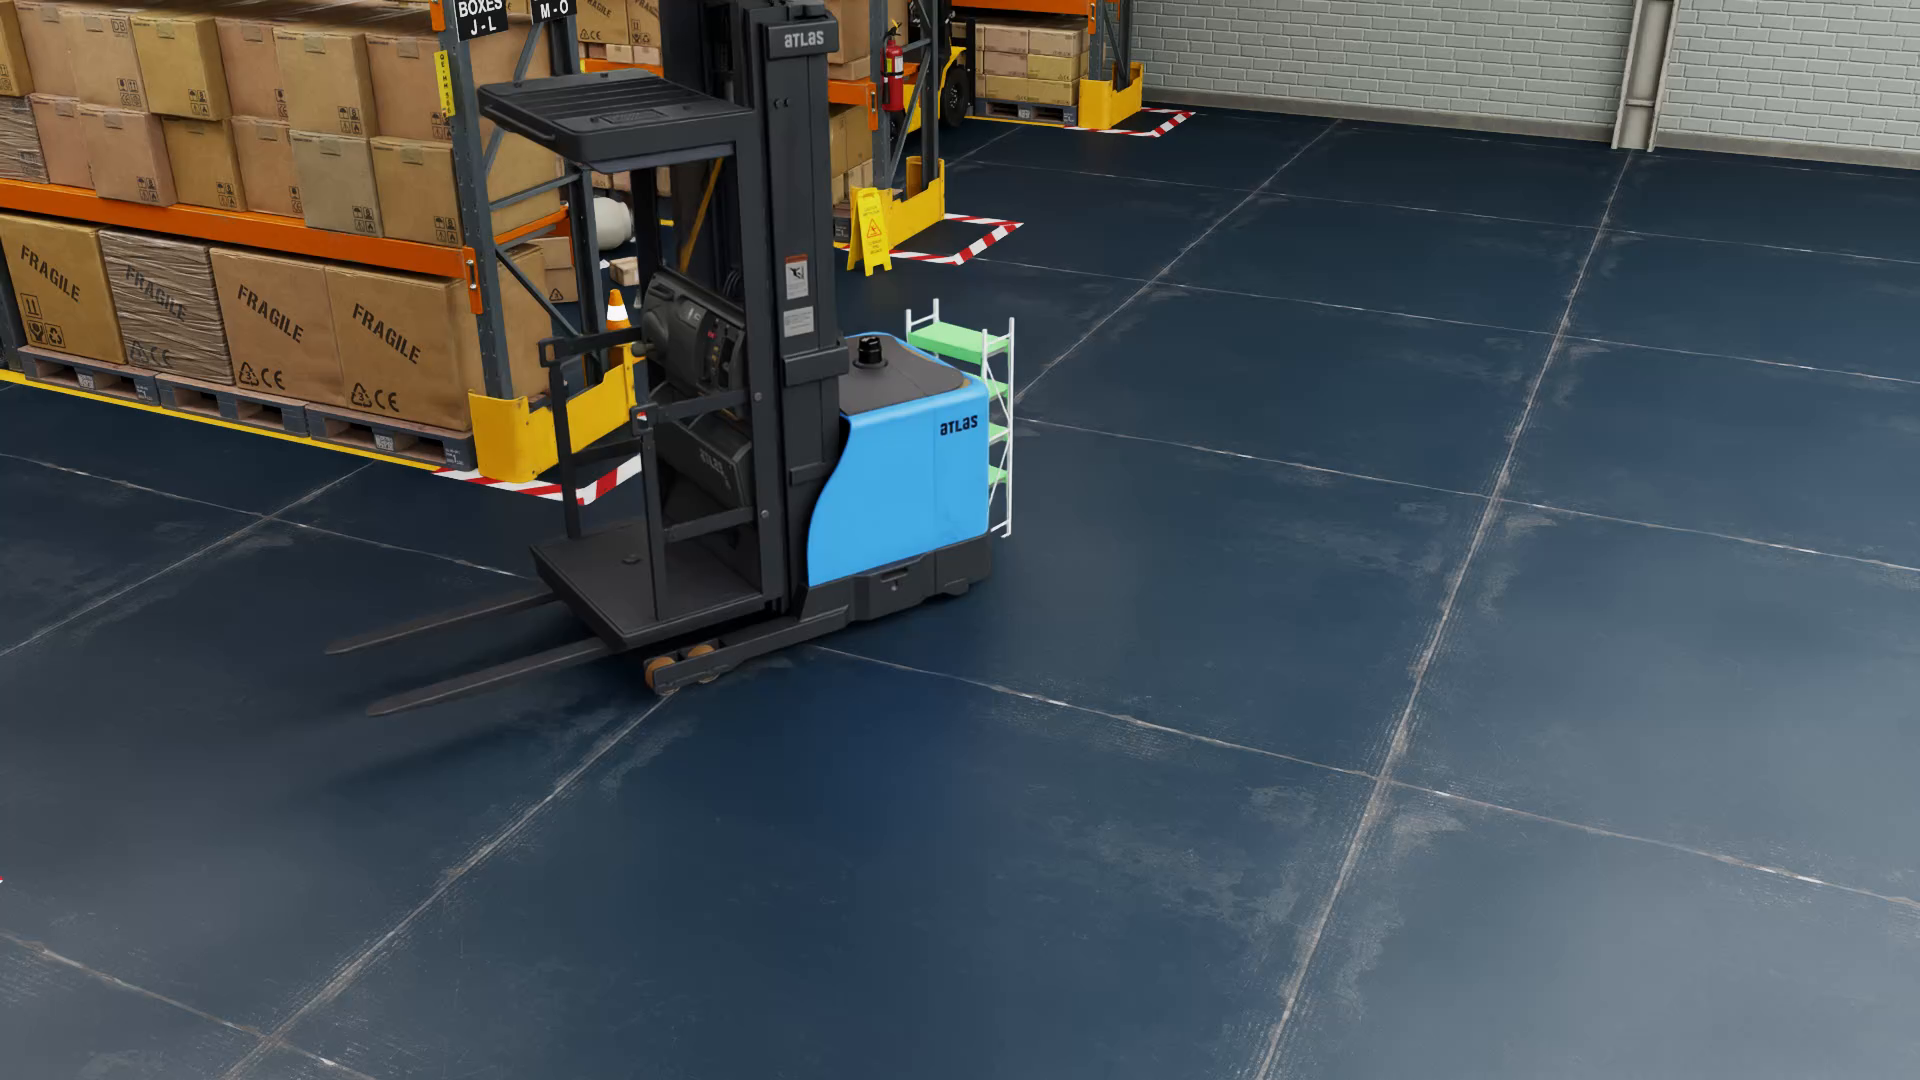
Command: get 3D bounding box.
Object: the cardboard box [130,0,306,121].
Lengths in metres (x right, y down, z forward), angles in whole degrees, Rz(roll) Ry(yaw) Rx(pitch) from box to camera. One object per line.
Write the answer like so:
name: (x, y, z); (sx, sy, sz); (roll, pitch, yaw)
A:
cardboard box: (-4.250, -2.826, 9.702); (0.500, 0.550, 0.875); (11, 28, 22)

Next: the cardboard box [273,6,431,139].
cardboard box: (-3.260, -2.625, 9.292); (0.550, 0.550, 0.875); (11, 28, 22)

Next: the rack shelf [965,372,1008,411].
rack shelf: (-0.002, -0.753, 8.523); (0.480, 0.148, 0.258); (19, 32, 34)

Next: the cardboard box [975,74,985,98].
cardboard box: (0.150, -5.035, 18.218); (0.500, 0.250, 0.500); (12, 29, 22)

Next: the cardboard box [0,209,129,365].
cardboard box: (-5.497, -1.749, 10.837); (0.875, 0.875, 0.875); (12, 29, 23)

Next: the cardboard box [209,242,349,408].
cardboard box: (-3.846, -1.418, 10.165); (0.875, 0.875, 0.875); (11, 28, 21)

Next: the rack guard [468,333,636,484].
rack guard: (-2.378, -0.800, 9.809); (0.348, 0.500, 1.175); (11, 28, 22)

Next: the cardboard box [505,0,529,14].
cardboard box: (-3.799, -4.652, 14.353); (0.500, 0.500, 0.500); (11, 28, 22)

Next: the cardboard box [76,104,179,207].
cardboard box: (-4.747, -2.424, 10.108); (0.550, 0.550, 0.875); (11, 28, 22)

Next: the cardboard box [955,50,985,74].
cardboard box: (0.105, -5.256, 18.100); (0.500, 0.250, 0.500); (11, 28, 21)

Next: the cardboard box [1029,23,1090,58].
cardboard box: (1.060, -5.293, 17.611); (0.500, 0.250, 0.500); (12, 29, 24)

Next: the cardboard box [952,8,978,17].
cardboard box: (-0.121, -5.781, 18.601); (0.500, 0.250, 0.500); (11, 28, 21)

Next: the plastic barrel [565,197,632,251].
plastic barrel: (-2.950, -2.548, 13.446); (0.512, 0.421, 0.421); (-12, 29, -23)

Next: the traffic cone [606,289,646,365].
traffic cone: (-2.295, -1.456, 11.183); (0.334, 0.463, 0.336); (11, 28, 22)

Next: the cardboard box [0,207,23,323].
cardboard box: (-6.643, -1.914, 11.312); (0.750, 0.750, 1.050); (11, 28, 22)

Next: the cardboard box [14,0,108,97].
cardboard box: (-5.171, -3.074, 10.205); (0.550, 0.550, 0.875); (11, 28, 22)

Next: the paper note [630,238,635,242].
paper note: (-2.652, -2.496, 13.784); (0.148, 0.019, 0.142); (2, 26, 4)

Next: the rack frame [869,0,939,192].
rack frame: (-0.443, -3.935, 13.346); (0.127, 3.000, 1.000); (11, 28, 22)

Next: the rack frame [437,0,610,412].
rack frame: (-2.400, -1.926, 9.266); (0.127, 3.000, 1.000); (11, 28, 22)

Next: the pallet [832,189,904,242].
pallet: (-1.237, -2.860, 14.321); (1.213, 0.211, 1.003); (11, 28, 22)

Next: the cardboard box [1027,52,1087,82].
cardboard box: (1.036, -5.074, 17.731); (0.500, 0.250, 0.500); (11, 28, 21)

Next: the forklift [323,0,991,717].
forklift: (-1.353, -0.893, 7.246); (3.031, 2.935, 1.130); (-17, 31, -30)

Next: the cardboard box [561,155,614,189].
cardboard box: (-3.168, -3.311, 14.717); (0.500, 0.250, 0.500); (13, 29, 25)

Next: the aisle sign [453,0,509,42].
aisle sign: (-2.459, -2.959, 8.420); (0.004, 0.787, 0.394); (11, 28, 22)

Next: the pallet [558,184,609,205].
pallet: (-3.458, -3.306, 15.227); (1.213, 0.211, 1.003); (11, 28, 22)

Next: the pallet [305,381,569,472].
pallet: (-3.160, -0.790, 10.115); (1.213, 0.211, 1.003); (11, 28, 22)

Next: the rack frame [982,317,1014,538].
rack frame: (0.189, -0.528, 8.464); (0.015, 1.200, 0.240); (19, 32, 34)

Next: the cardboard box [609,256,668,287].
cardboard box: (-2.471, -2.083, 12.812); (0.380, 0.149, 0.250); (-18, 31, -31)

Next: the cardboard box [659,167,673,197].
cardboard box: (-2.237, -3.120, 14.330); (0.500, 0.250, 0.500); (10, 28, 20)

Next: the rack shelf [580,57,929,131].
rack shelf: (-2.263, -3.978, 14.248); (4.000, 0.370, 1.077); (11, 28, 22)

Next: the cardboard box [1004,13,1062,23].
cardboard box: (0.793, -5.588, 18.210); (0.500, 0.250, 0.500); (11, 28, 22)

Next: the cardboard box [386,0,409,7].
cardboard box: (-4.899, -4.780, 14.872); (0.250, 0.149, 0.380); (10, 28, 20)

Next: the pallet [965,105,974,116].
pallet: (-0.212, -5.027, 18.721); (1.213, 0.211, 1.003); (11, 28, 22)

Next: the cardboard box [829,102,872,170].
cardboard box: (-1.084, -3.489, 14.229); (0.500, 0.500, 0.500); (10, 28, 20)

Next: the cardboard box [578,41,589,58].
cardboard box: (-3.213, -4.246, 14.262); (0.250, 0.149, 0.380); (12, 29, 23)

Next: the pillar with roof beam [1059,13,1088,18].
pillar with roof beam: (-0.434, -7.381, 13.555); (0.400, 9.000, 9.100); (11, 28, 22)

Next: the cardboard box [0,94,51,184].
cardboard box: (-5.700, -2.662, 10.591); (0.550, 0.550, 0.875); (11, 28, 22)

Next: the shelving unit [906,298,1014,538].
shelving unit: (-0.002, -0.595, 8.601); (0.503, 1.200, 0.258); (19, 32, 34)

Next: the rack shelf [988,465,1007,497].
rack shelf: (-0.002, -0.323, 8.735); (0.480, 0.148, 0.258); (19, 32, 34)

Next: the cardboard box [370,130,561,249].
cardboard box: (-2.756, -2.043, 9.333); (0.550, 0.550, 0.875); (11, 28, 22)

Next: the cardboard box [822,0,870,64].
cardboard box: (-1.051, -4.101, 13.235); (0.500, 0.500, 0.500); (11, 28, 21)

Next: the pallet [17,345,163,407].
pallet: (-5.381, -1.236, 11.021); (1.213, 0.211, 1.003); (11, 28, 22)

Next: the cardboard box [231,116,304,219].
cardboard box: (-3.724, -2.287, 9.830); (0.550, 0.550, 0.875); (11, 28, 22)

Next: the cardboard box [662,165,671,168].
cardboard box: (-2.213, -3.457, 14.164); (0.500, 0.500, 0.500); (11, 28, 21)

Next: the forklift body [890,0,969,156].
forklift body: (-0.873, -5.164, 16.803); (1.214, 2.155, 2.313); (11, 28, 22)

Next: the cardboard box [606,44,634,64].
cardboard box: (-2.769, -4.129, 14.025); (0.250, 0.149, 0.380); (12, 28, 22)

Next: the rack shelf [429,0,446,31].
rack shelf: (-4.220, -3.315, 9.505); (4.000, 0.370, 1.077); (11, 28, 22)

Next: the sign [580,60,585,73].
sign: (-2.165, -2.572, 9.508); (0.005, 0.325, 0.100); (11, 28, 22)

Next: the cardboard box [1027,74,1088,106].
cardboard box: (1.050, -4.845, 17.832); (0.500, 0.250, 0.500); (12, 28, 22)

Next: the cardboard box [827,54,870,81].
cardboard box: (-0.872, -3.804, 13.366); (0.250, 0.149, 0.380); (12, 29, 24)

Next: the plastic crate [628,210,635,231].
plastic crate: (-2.994, -2.739, 14.224); (0.583, 0.080, 0.402); (2, 26, 4)

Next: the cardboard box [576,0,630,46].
cardboard box: (-2.881, -4.472, 13.988); (0.500, 0.500, 0.500); (11, 28, 21)

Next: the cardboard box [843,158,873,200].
cardboard box: (-1.063, -3.148, 14.386); (0.500, 0.250, 0.500); (11, 28, 21)

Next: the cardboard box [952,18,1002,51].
cardboard box: (0.130, -5.473, 17.975); (0.500, 0.250, 0.500); (12, 29, 22)
